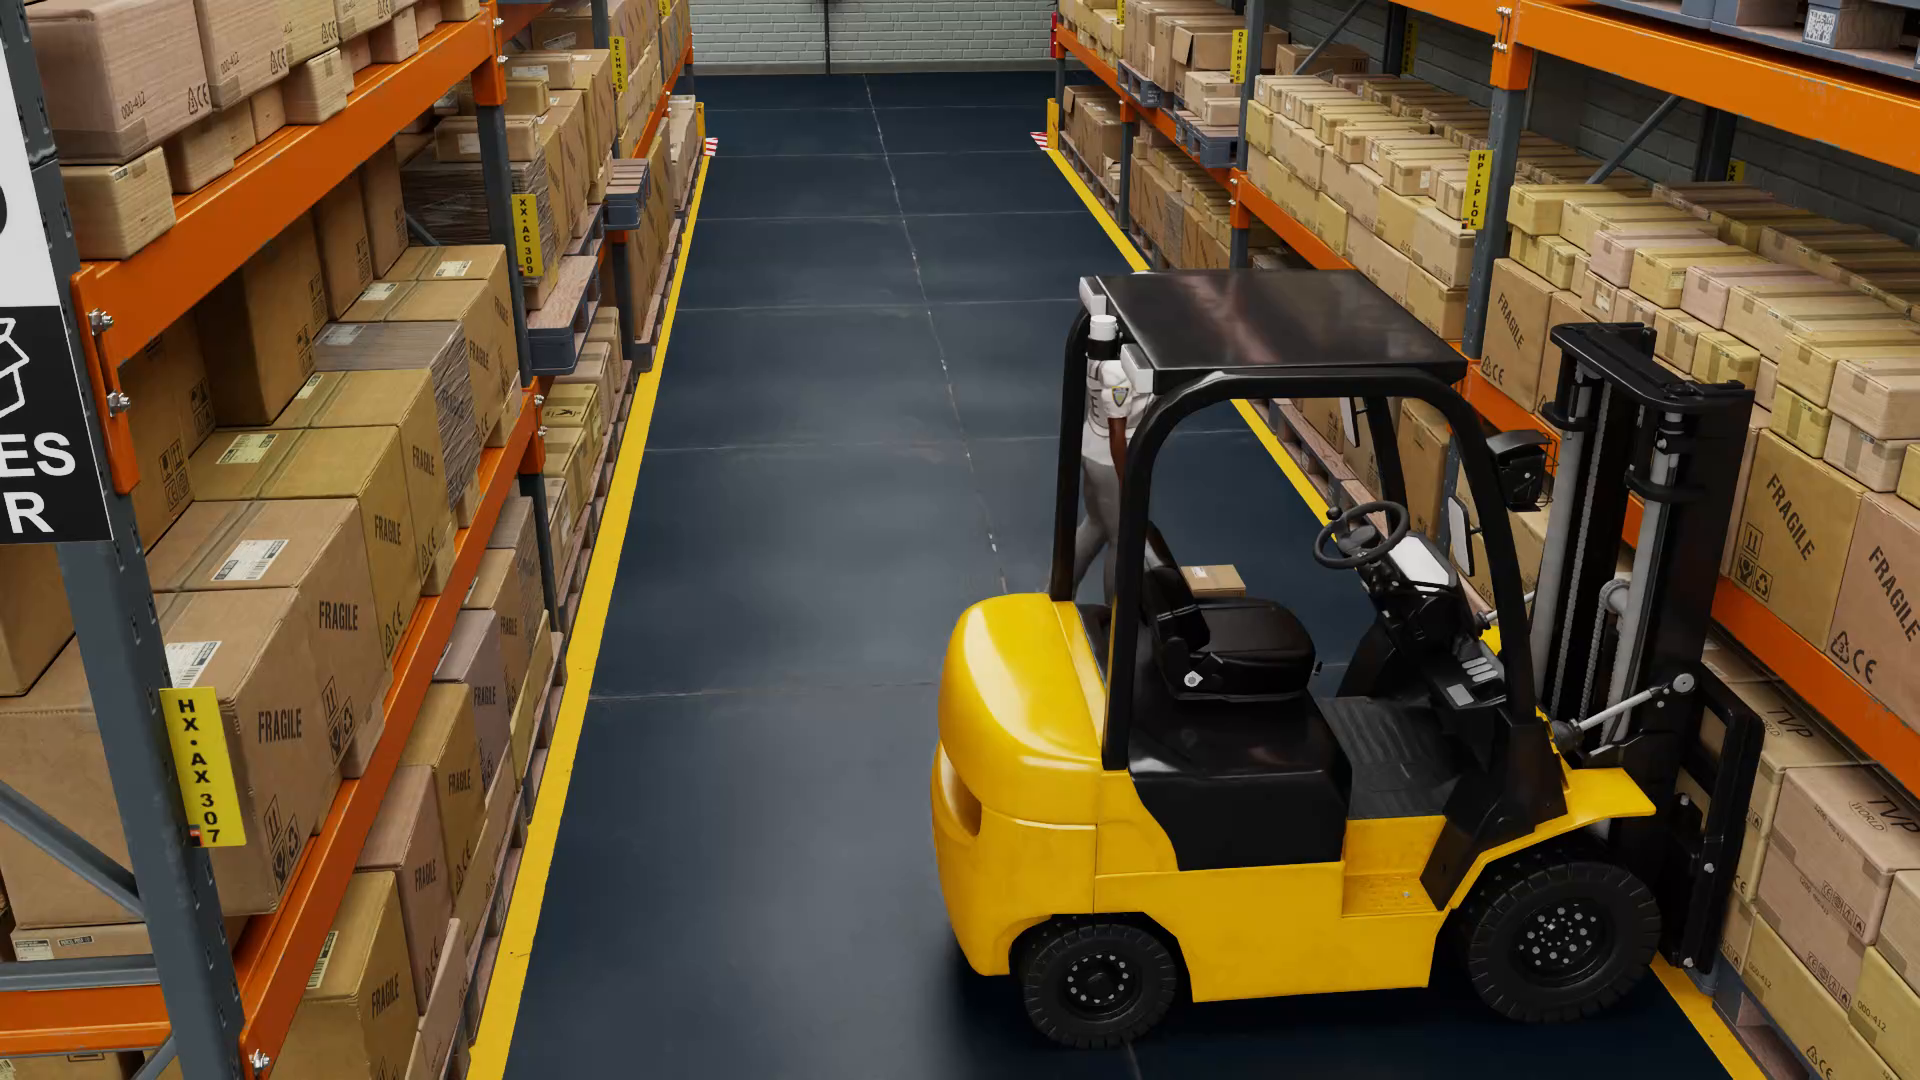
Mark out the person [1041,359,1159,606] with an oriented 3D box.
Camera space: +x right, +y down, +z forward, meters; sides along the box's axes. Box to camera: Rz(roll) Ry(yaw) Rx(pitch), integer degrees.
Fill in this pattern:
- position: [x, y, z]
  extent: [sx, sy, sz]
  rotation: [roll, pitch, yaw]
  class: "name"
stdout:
- position: [0.671, -0.325, 7.394]
  extent: [0.554, 1.750, 0.486]
  rotation: [-2, 24, -4]
  class: "person"
